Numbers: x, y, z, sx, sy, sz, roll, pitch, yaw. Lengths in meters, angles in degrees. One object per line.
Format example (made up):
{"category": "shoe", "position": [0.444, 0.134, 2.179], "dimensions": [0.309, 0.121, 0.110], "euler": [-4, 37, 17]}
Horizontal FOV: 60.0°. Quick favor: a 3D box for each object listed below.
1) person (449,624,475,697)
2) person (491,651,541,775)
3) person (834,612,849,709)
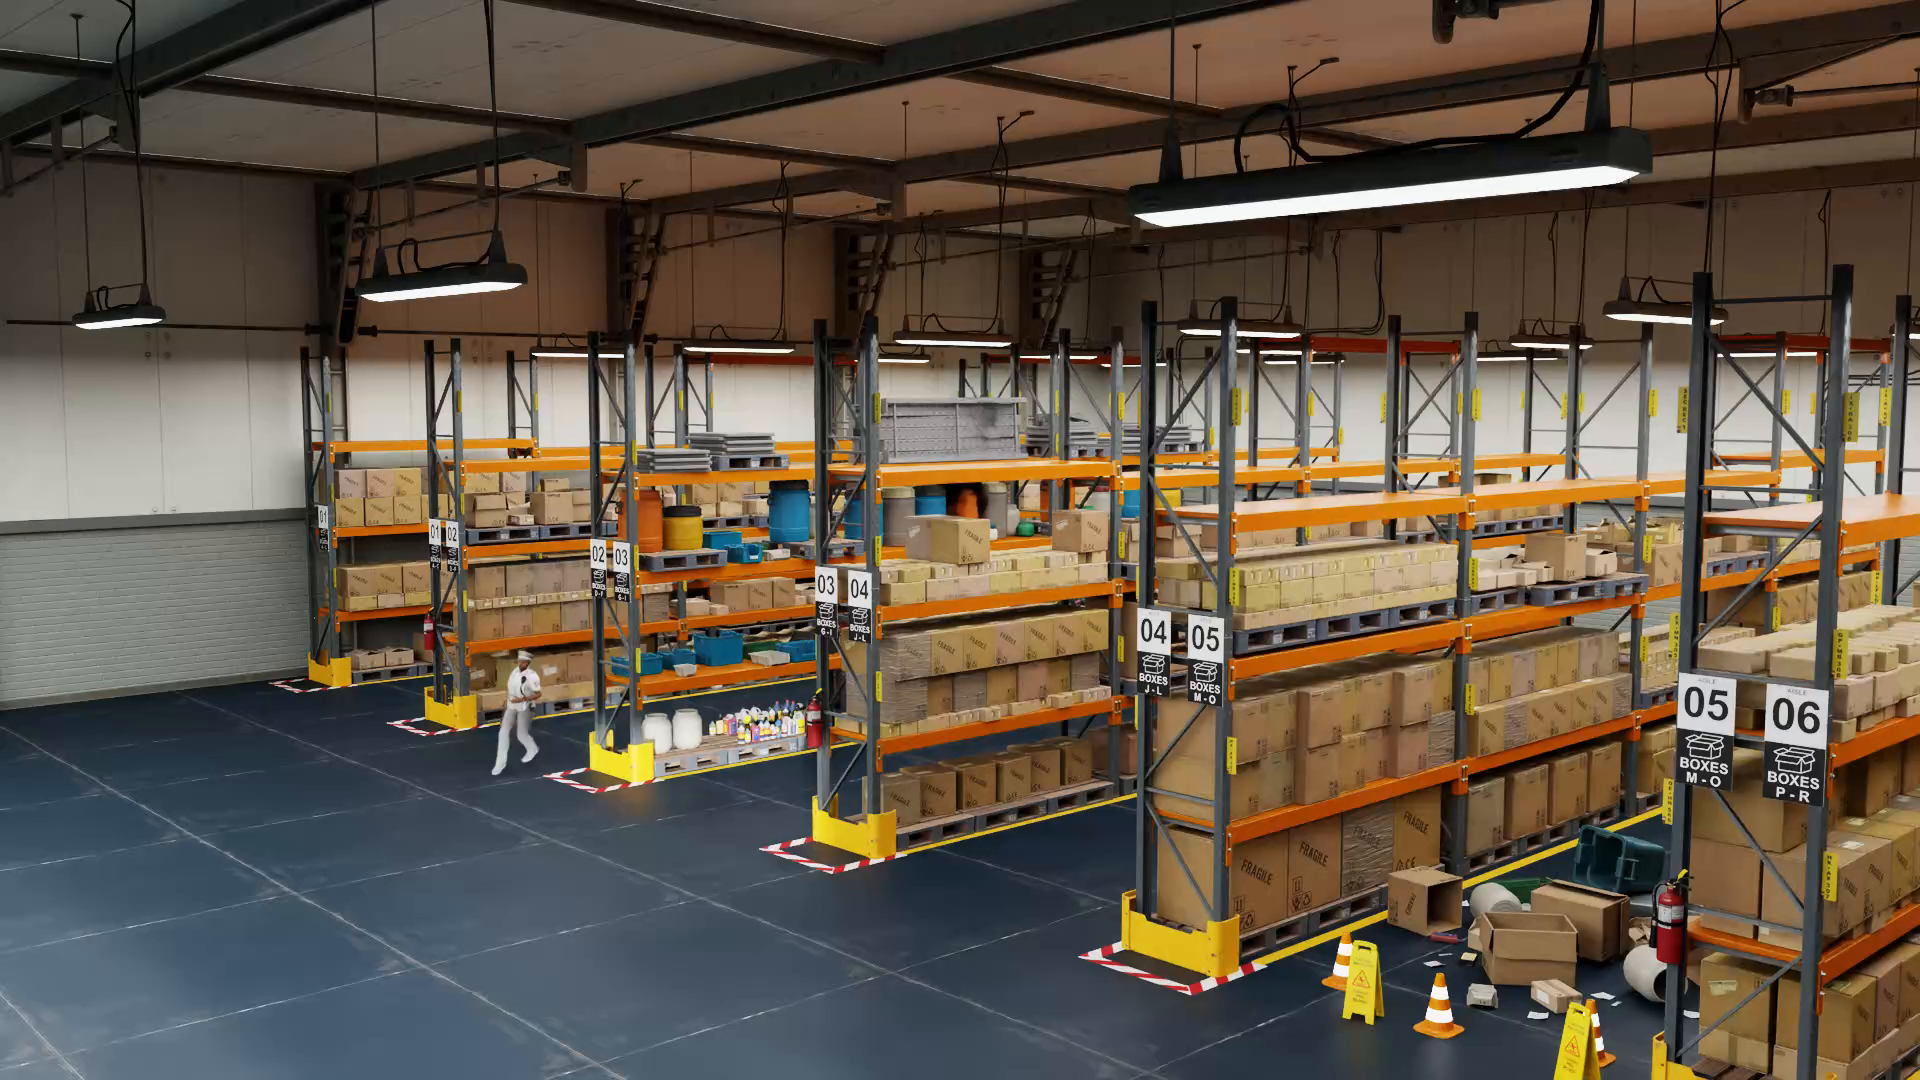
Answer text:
{"category": "person", "position": [-8.361, 1.755, 28.395], "dimensions": [0.668, 1.765, 0.998], "euler": [4, 6, 36]}
{"category": "person", "position": [-6.009, 2.329, 22.809], "dimensions": [0.621, 1.671, 0.874], "euler": [2, 5, 20]}
{"category": "person", "position": [-1.887, 1.926, 27.337], "dimensions": [0.662, 1.715, 0.837], "euler": [5, 7, 42]}
